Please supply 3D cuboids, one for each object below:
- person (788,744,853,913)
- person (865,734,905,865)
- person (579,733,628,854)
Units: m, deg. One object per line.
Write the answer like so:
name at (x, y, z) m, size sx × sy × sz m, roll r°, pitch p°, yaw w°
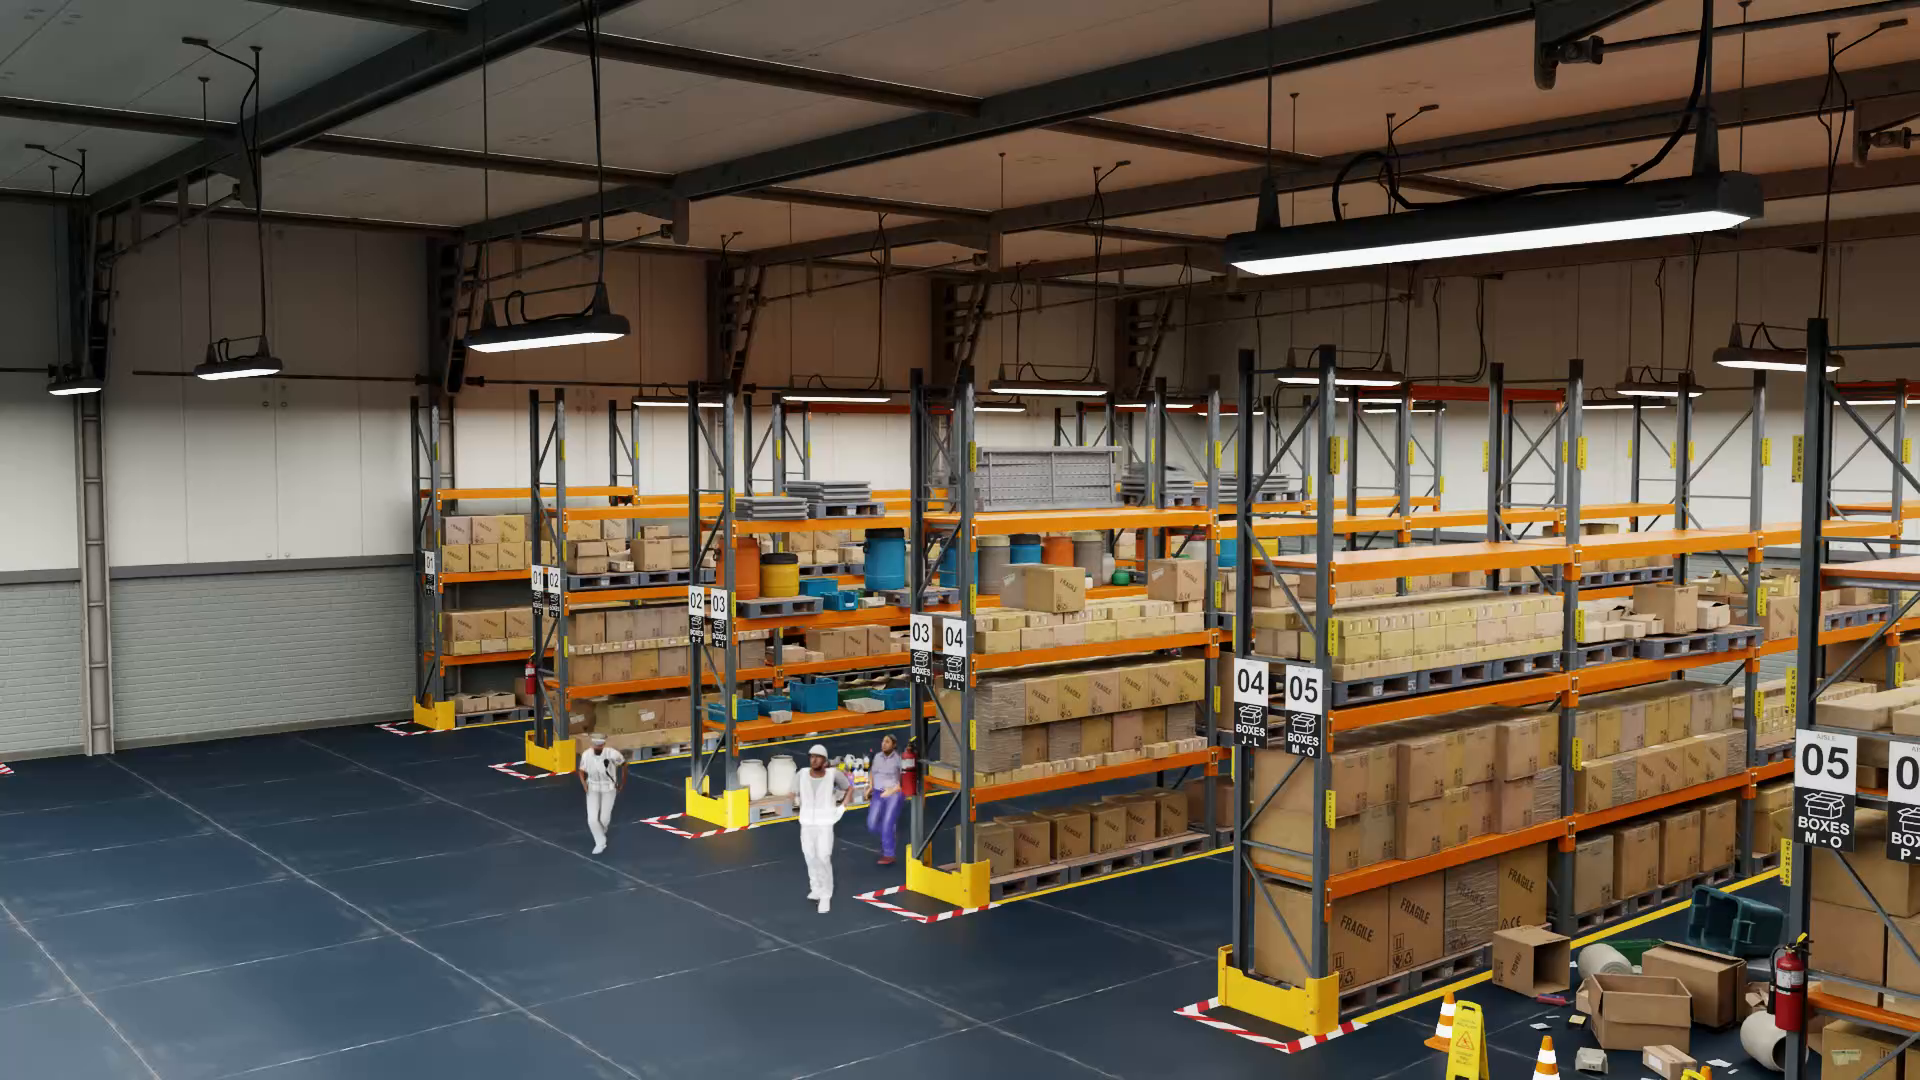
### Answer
person at (-1.581, 3.196, 18.454) m, size 0.679 × 1.861 × 0.675 m, roll 1°, pitch 3°, yaw 13°
person at (-0.875, 3.173, 20.431) m, size 0.639 × 1.569 × 0.543 m, roll 2°, pitch 4°, yaw 28°
person at (-4.486, 3.164, 20.941) m, size 0.592 × 1.584 × 0.805 m, roll 0°, pitch 3°, yaw -1°
